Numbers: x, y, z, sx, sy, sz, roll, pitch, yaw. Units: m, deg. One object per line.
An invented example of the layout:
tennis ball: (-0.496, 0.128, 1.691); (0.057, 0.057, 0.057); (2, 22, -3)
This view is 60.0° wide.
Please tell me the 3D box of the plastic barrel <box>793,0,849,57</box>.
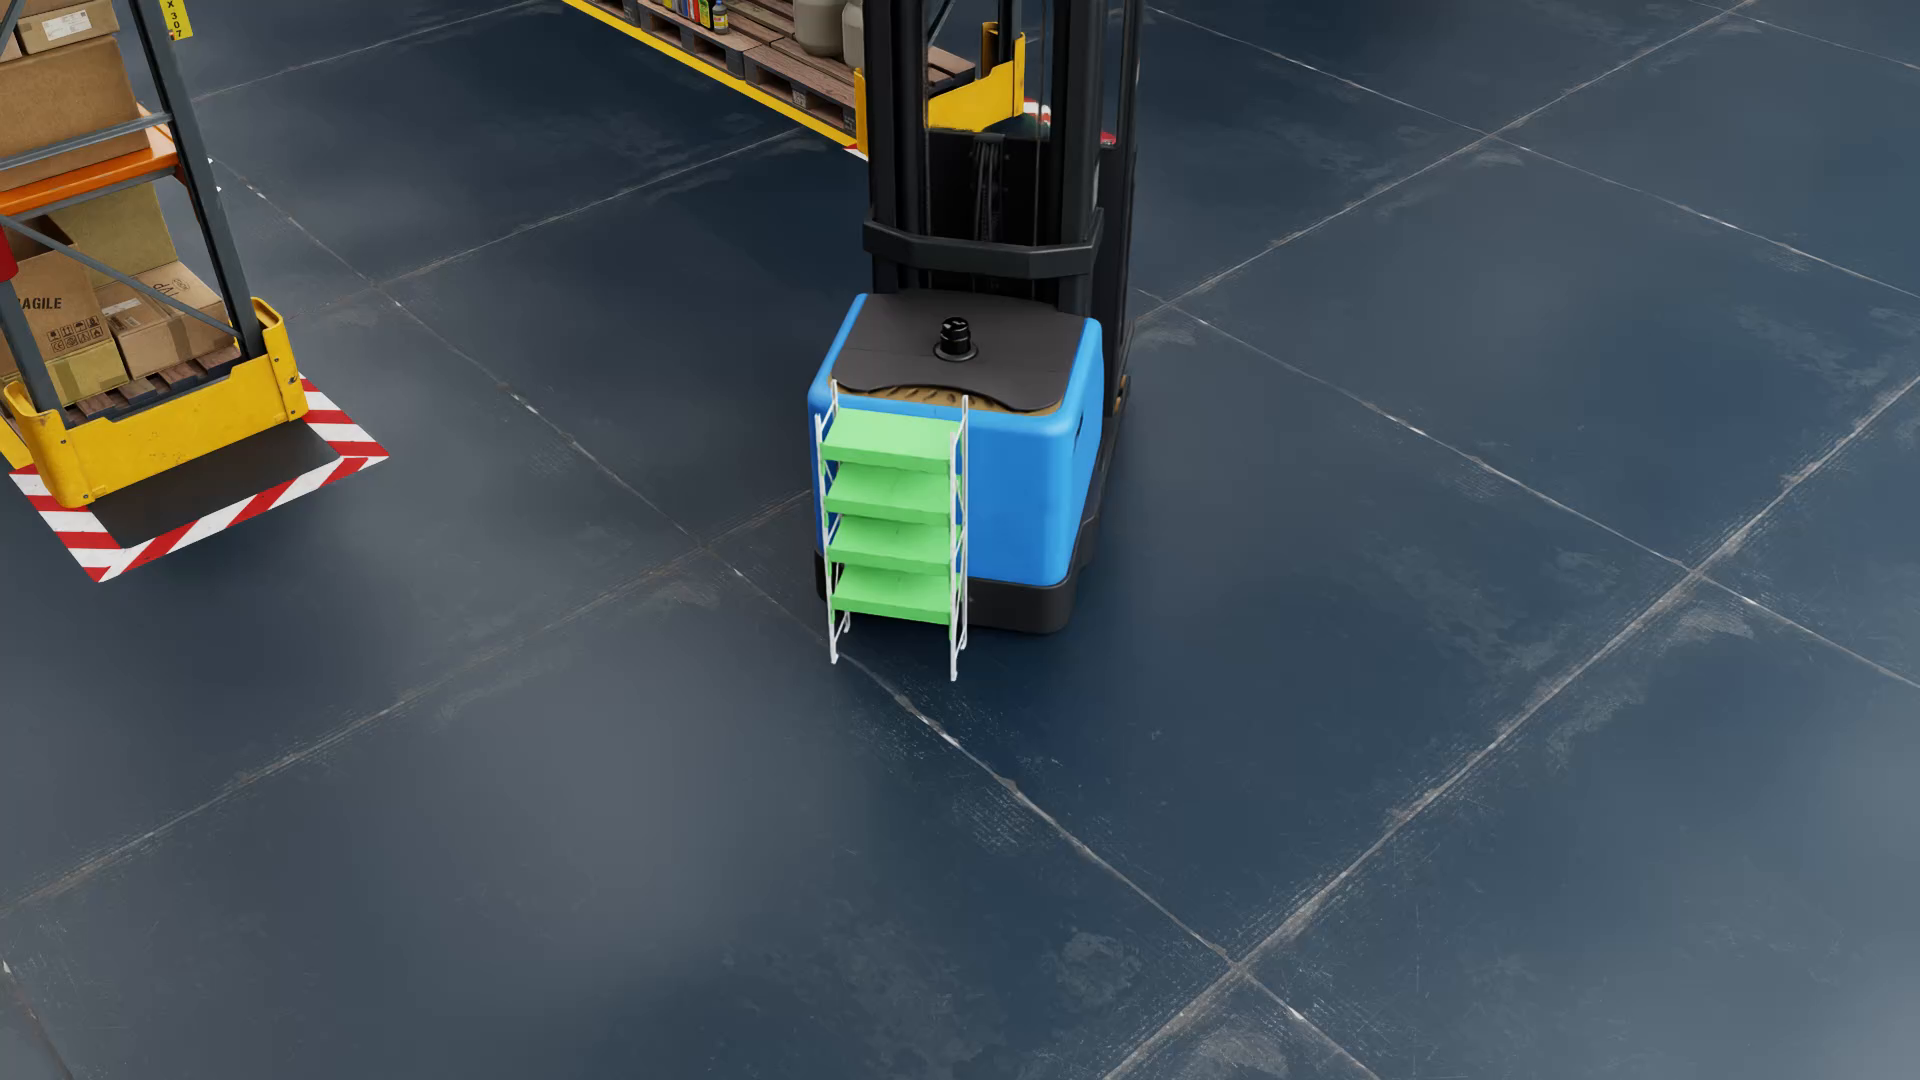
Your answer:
plastic barrel: (-0.868, -3.432, 10.758); (0.421, 0.512, 0.421); (0, 39, 0)

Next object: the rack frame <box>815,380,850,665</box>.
rack frame: (-0.482, -0.044, 6.349); (0.015, 1.200, 0.240); (8, 40, 9)

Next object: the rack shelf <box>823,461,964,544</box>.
rack shelf: (-0.243, -0.149, 6.199); (0.480, 0.148, 0.258); (8, 40, 9)

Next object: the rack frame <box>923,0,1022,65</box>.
rack frame: (-0.028, -3.732, 9.484); (1.000, 3.000, 0.127); (-30, 48, -32)

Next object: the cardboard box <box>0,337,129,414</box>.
cardboard box: (-4.259, -0.845, 7.763); (0.500, 0.250, 0.500); (-30, 48, -32)

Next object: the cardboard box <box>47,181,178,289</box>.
cardboard box: (-4.217, -1.588, 8.086); (0.500, 0.500, 0.500); (-30, 48, -32)

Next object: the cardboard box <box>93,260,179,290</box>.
cardboard box: (-4.219, -1.295, 8.321); (0.500, 0.250, 0.500); (-30, 48, -32)

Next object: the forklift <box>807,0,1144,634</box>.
forklift: (0.213, -1.693, 7.014); (1.130, 2.935, 3.031); (8, 40, 9)

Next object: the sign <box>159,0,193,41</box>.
sign: (-3.266, -2.230, 6.871); (0.100, 0.325, 0.005); (-30, 48, -32)

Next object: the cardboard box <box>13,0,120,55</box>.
cardboard box: (-3.786, -2.193, 6.983); (0.380, 0.149, 0.250); (-30, 48, -32)

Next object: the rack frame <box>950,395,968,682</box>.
rack frame: (-0.004, 0.019, 6.271); (0.015, 1.200, 0.240); (8, 40, 9)

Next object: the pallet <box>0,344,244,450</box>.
pallet: (-4.227, -0.880, 8.172); (1.003, 0.211, 1.213); (-30, 48, -32)

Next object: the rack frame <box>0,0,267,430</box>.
rack frame: (-3.679, -1.629, 6.880); (1.000, 3.000, 0.127); (-30, 48, -32)

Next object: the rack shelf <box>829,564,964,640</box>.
rack shelf: (-0.243, 0.224, 6.501); (0.480, 0.148, 0.258); (8, 40, 9)

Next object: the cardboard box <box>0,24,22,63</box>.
cardboard box: (-4.078, -2.016, 6.763); (0.380, 0.149, 0.250); (-31, 48, -32)

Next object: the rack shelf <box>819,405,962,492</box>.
rack shelf: (-0.243, -0.335, 6.048); (0.480, 0.148, 0.258); (8, 40, 9)

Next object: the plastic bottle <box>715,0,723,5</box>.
plastic bottle: (-1.665, -3.684, 11.236); (0.061, 0.283, 0.133); (-30, 48, -32)

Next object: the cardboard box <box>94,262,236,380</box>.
cardboard box: (-3.878, -1.065, 8.036); (0.500, 0.250, 0.500); (-30, 48, -32)

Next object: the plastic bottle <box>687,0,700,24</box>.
plastic bottle: (-1.743, -3.636, 11.182); (0.152, 0.276, 0.135); (-30, 47, -31)

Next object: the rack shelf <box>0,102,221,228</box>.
rack shelf: (-5.031, -2.275, 8.252); (1.077, 0.370, 4.000); (-30, 48, -32)

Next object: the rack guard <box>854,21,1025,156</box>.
rack guard: (-0.114, -2.775, 10.288); (1.175, 0.500, 0.348); (-30, 48, -32)

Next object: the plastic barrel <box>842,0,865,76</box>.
plastic barrel: (-0.529, -3.200, 10.470); (0.421, 0.512, 0.421); (0, 39, 0)

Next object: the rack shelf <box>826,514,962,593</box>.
rack shelf: (-0.243, 0.037, 6.350); (0.480, 0.148, 0.258); (8, 40, 9)

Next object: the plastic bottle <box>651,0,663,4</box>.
plastic bottle: (-2.078, -3.890, 11.437); (0.144, 0.351, 0.185); (-30, 48, -32)

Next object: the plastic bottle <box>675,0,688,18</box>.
plastic bottle: (-1.837, -3.700, 11.261); (0.152, 0.276, 0.135); (-31, 48, -33)

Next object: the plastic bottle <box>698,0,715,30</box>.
plastic bottle: (-1.685, -3.557, 11.078); (0.061, 0.283, 0.133); (-29, 47, -31)

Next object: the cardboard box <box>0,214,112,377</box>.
cardboard box: (-4.261, -1.136, 7.527); (0.500, 0.500, 0.500); (-30, 48, -32)

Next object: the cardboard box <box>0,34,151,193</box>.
cardboard box: (-3.985, -1.889, 7.122); (0.700, 0.500, 0.500); (-30, 48, -32)

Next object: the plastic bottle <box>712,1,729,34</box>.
plastic bottle: (-1.593, -3.478, 11.047); (0.097, 0.201, 0.097); (0, 39, 0)

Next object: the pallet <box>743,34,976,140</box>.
pallet: (-0.659, -3.041, 10.847); (1.003, 0.211, 1.213); (-30, 48, -32)

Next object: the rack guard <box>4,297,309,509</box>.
rack guard: (-3.663, -0.645, 7.651); (1.175, 0.500, 0.348); (-30, 48, -32)

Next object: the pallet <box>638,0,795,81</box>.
pallet: (-1.480, -3.605, 11.546); (1.003, 0.211, 1.213); (-30, 48, -32)

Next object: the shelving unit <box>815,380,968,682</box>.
shelving unit: (-0.243, -0.012, 6.310); (0.503, 1.200, 0.258); (8, 40, 9)

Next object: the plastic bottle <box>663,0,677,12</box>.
plastic bottle: (-1.952, -3.804, 11.331); (0.144, 0.351, 0.185); (-28, 47, -30)

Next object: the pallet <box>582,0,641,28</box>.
pallet: (-2.310, -4.170, 12.245); (1.003, 0.211, 1.213); (-30, 48, -32)

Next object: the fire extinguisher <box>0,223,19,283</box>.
fire extinguisher: (-3.941, -1.347, 6.592); (0.296, 0.674, 0.183); (-30, 48, -32)
